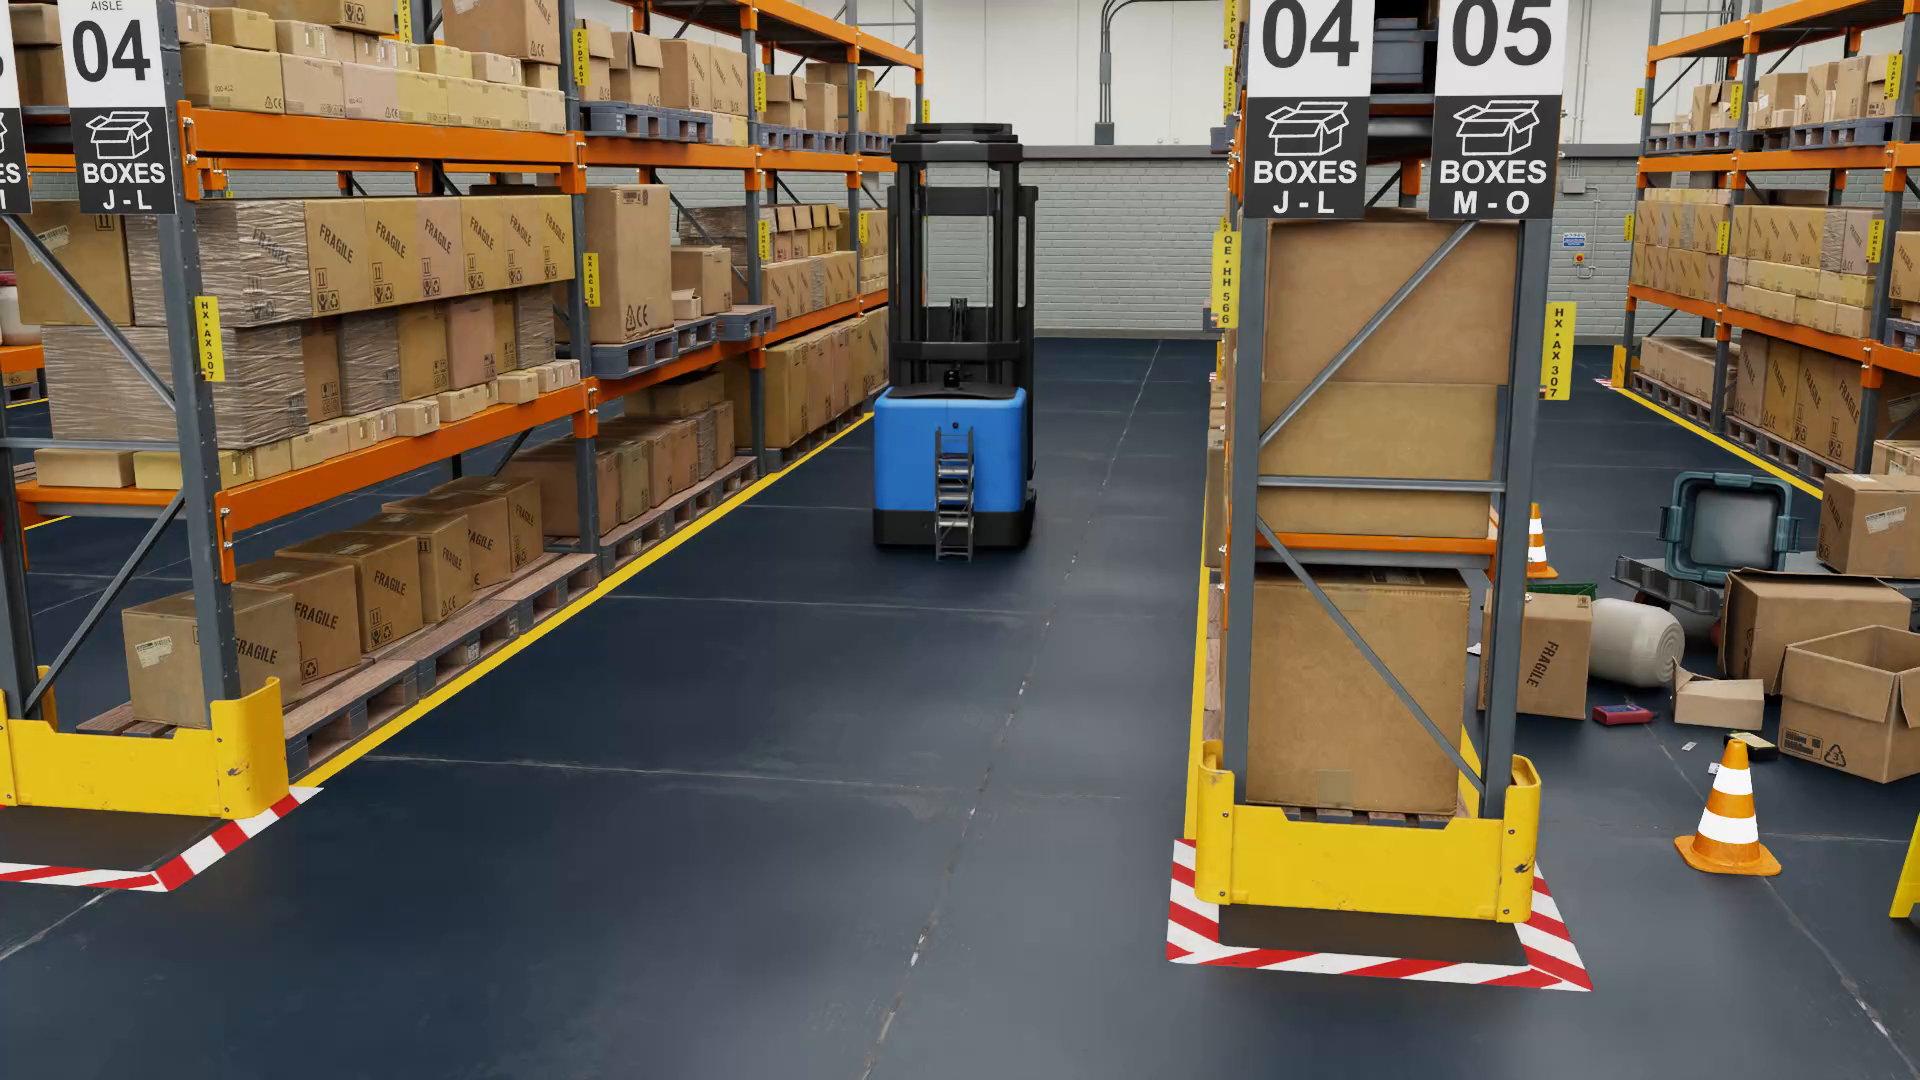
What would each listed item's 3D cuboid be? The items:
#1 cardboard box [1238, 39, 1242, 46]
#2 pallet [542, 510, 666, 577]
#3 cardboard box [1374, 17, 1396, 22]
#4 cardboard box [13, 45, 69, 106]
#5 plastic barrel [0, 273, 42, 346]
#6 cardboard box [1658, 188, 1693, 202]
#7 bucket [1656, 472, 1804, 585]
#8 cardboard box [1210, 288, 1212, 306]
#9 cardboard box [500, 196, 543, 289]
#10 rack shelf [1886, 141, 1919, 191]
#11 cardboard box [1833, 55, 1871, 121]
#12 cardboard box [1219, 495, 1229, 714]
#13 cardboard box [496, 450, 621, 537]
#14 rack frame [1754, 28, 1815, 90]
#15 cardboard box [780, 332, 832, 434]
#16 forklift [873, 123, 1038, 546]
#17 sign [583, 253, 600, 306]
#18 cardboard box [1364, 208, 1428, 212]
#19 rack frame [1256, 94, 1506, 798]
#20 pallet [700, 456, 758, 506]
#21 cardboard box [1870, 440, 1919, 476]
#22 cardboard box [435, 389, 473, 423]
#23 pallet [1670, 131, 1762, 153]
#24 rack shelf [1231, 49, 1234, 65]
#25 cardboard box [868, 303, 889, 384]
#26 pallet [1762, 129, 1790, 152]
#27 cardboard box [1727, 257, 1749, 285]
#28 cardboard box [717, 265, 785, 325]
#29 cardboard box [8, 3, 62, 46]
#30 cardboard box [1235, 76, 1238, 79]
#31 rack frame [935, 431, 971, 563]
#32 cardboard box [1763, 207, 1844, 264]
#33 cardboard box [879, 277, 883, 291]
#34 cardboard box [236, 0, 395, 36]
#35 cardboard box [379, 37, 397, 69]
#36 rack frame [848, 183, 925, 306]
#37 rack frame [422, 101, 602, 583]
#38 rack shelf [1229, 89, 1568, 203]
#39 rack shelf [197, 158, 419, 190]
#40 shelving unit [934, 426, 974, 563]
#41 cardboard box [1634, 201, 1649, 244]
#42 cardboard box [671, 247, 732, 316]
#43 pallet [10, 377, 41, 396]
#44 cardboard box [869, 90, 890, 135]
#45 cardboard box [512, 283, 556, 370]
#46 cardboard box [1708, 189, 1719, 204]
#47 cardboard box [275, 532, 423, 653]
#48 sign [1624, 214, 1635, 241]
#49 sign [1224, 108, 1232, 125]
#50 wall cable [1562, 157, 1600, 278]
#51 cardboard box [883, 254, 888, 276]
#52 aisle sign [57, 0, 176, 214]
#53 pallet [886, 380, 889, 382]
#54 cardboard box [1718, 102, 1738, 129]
[{"bbox_3d":[1.283,-2.025,6.513,0.380,0.149,0.250,2,12,9],"label":"cardboard box"},{"bbox_3d":[-2.703,-0.002,11.503,1.003,0.211,1.213,2,12,9],"label":"pallet"},{"bbox_3d":[2.009,-2.389,7.253,0.500,0.250,0.500,2,12,8],"label":"cardboard box"},{"bbox_3d":[-3.613,-1.872,6.797,0.500,0.250,0.500,2,12,10],"label":"cardboard box"},{"bbox_3d":[-7.238,-1.775,12.787,0.433,0.535,0.433,0,12,0],"label":"plastic barrel"},{"bbox_3d":[8.343,-4.007,19.318,0.380,0.149,0.250,1,12,7],"label":"cardboard box"},{"bbox_3d":[4.322,-0.061,9.320,0.726,0.611,0.620,7,4,28],"label":"bucket"},{"bbox_3d":[2.301,-2.054,14.005,0.380,0.149,0.250,2,12,10],"label":"cardboard box"},{"bbox_3d":[-2.694,-1.680,9.350,0.500,0.500,0.500,2,12,9],"label":"cardboard box"},{"bbox_3d":[7.279,-2.413,10.658,1.077,0.370,4.000,2,12,9],"label":"rack shelf"},{"bbox_3d":[7.551,-3.648,13.444,0.700,0.500,0.500,1,12,6],"label":"cardboard box"},{"bbox_3d":[1.621,0.318,7.444,0.875,0.875,0.875,2,12,8],"label":"cardboard box"},{"bbox_3d":[-2.705,-0.323,11.263,0.700,0.500,0.500,1,12,4],"label":"cardboard box"},{"bbox_3d":[8.205,-5.480,16.062,0.949,2.616,0.053,2,12,9],"label":"rack frame"},{"bbox_3d":[-1.934,-1.531,16.023,1.225,0.875,0.875,2,12,9],"label":"cardboard box"},{"bbox_3d":[-3.389,-1.877,13.744,8.118,2.935,4.693,1,12,4],"label":"forklift"},{"bbox_3d":[-2.284,-1.610,10.291,0.100,0.325,0.005,2,12,9],"label":"sign"},{"bbox_3d":[2.004,-1.429,8.584,0.875,0.550,0.550,2,12,9],"label":"cardboard box"},{"bbox_3d":[1.446,-0.189,5.750,0.949,2.616,0.053,2,12,9],"label":"rack frame"},{"bbox_3d":[-9.204,-1.326,17.647,15.783,0.211,6.755,2,12,9],"label":"pallet"},{"bbox_3d":[7.489,-0.518,12.519,0.950,0.372,0.625,1,12,5],"label":"cardboard box"},{"bbox_3d":[-2.809,-0.714,8.784,0.380,0.149,0.250,2,12,9],"label":"cardboard box"},{"bbox_3d":[8.528,-4.394,18.351,1.003,0.211,1.213,2,12,9],"label":"pallet"},{"bbox_3d":[3.602,-5.683,18.717,1.077,0.370,4.000,2,12,9],"label":"rack shelf"},{"bbox_3d":[-1.272,-2.357,19.858,0.875,0.875,0.875,2,12,9],"label":"cardboard box"},{"bbox_3d":[8.109,-3.728,15.505,0.805,0.209,1.217,1,12,6],"label":"pallet"},{"bbox_3d":[7.855,-2.636,16.275,0.500,0.250,0.500,2,12,7],"label":"cardboard box"},{"bbox_3d":[-1.862,-2.177,14.738,0.500,0.500,0.500,2,12,10],"label":"cardboard box"},{"bbox_3d":[-3.702,-2.026,6.566,0.380,0.149,0.250,2,12,9],"label":"cardboard box"},{"bbox_3d":[1.635,-2.500,8.718,0.380,0.149,0.250,2,12,9],"label":"cardboard box"},{"bbox_3d":[-0.045,-0.287,11.191,0.240,0.900,0.006,1,12,4],"label":"rack frame"},{"bbox_3d":[7.719,-2.792,15.217,0.500,0.500,0.500,2,12,7],"label":"cardboard box"},{"bbox_3d":[-1.097,-2.961,19.209,0.380,0.149,0.250,2,12,7],"label":"cardboard box"},{"bbox_3d":[-2.941,-2.576,7.576,0.500,0.500,0.500,2,12,8],"label":"cardboard box"},{"bbox_3d":[-2.939,-2.331,7.981,0.380,0.149,0.250,2,12,8],"label":"cardboard box"},{"bbox_3d":[-0.975,-3.701,22.048,1.000,3.000,0.127,2,12,9],"label":"rack frame"},{"bbox_3d":[-2.821,-1.203,10.457,1.000,3.000,0.127,2,12,9],"label":"rack frame"},{"bbox_3d":[1.757,-1.720,7.441,1.077,0.370,4.000,2,12,9],"label":"rack shelf"},{"bbox_3d":[-6.792,-3.727,16.757,1.077,0.370,4.000,2,12,9],"label":"rack shelf"},{"bbox_3d":[5.499,-0.714,7.725,11.832,3.194,6.116,1,12,4],"label":"shelving unit"},{"bbox_3d":[8.461,-3.827,20.021,0.500,0.500,0.500,2,12,7],"label":"cardboard box"},{"bbox_3d":[-2.236,-2.057,13.184,0.700,0.500,0.500,4,13,17],"label":"cardboard box"},{"bbox_3d":[-11.272,-1.970,20.634,1.003,0.211,1.213,2,12,9],"label":"pallet"},{"bbox_3d":[-1.222,-5.019,19.570,0.700,0.500,0.500,2,12,11],"label":"cardboard box"},{"bbox_3d":[-2.951,-1.306,9.989,0.875,0.500,0.500,2,12,9],"label":"cardboard box"},{"bbox_3d":[8.151,-3.633,17.580,0.380,0.149,0.250,2,12,8],"label":"cardboard box"},{"bbox_3d":[-3.151,0.261,8.597,0.500,0.500,0.500,3,13,14],"label":"cardboard box"},{"bbox_3d":[8.269,-3.861,20.547,0.100,0.325,0.005,2,12,9],"label":"sign"},{"bbox_3d":[2.757,-4.422,17.044,0.100,0.325,0.005,2,12,9],"label":"sign"},{"bbox_3d":[9.661,-5.067,25.897,0.585,1.953,0.123,2,12,9],"label":"wall cable"},{"bbox_3d":[-1.104,-3.241,19.564,0.500,0.250,0.500,2,12,10],"label":"cardboard box"},{"bbox_3d":[-3.149,-1.619,6.214,0.394,0.787,0.004,2,12,9],"label":"aisle sign"},{"bbox_3d":[-1.211,-1.916,20.382,1.003,0.211,1.213,2,12,9],"label":"pallet"},{"bbox_3d":[7.983,-4.346,17.002,0.396,0.266,0.258,2,12,10],"label":"cardboard box"}]
